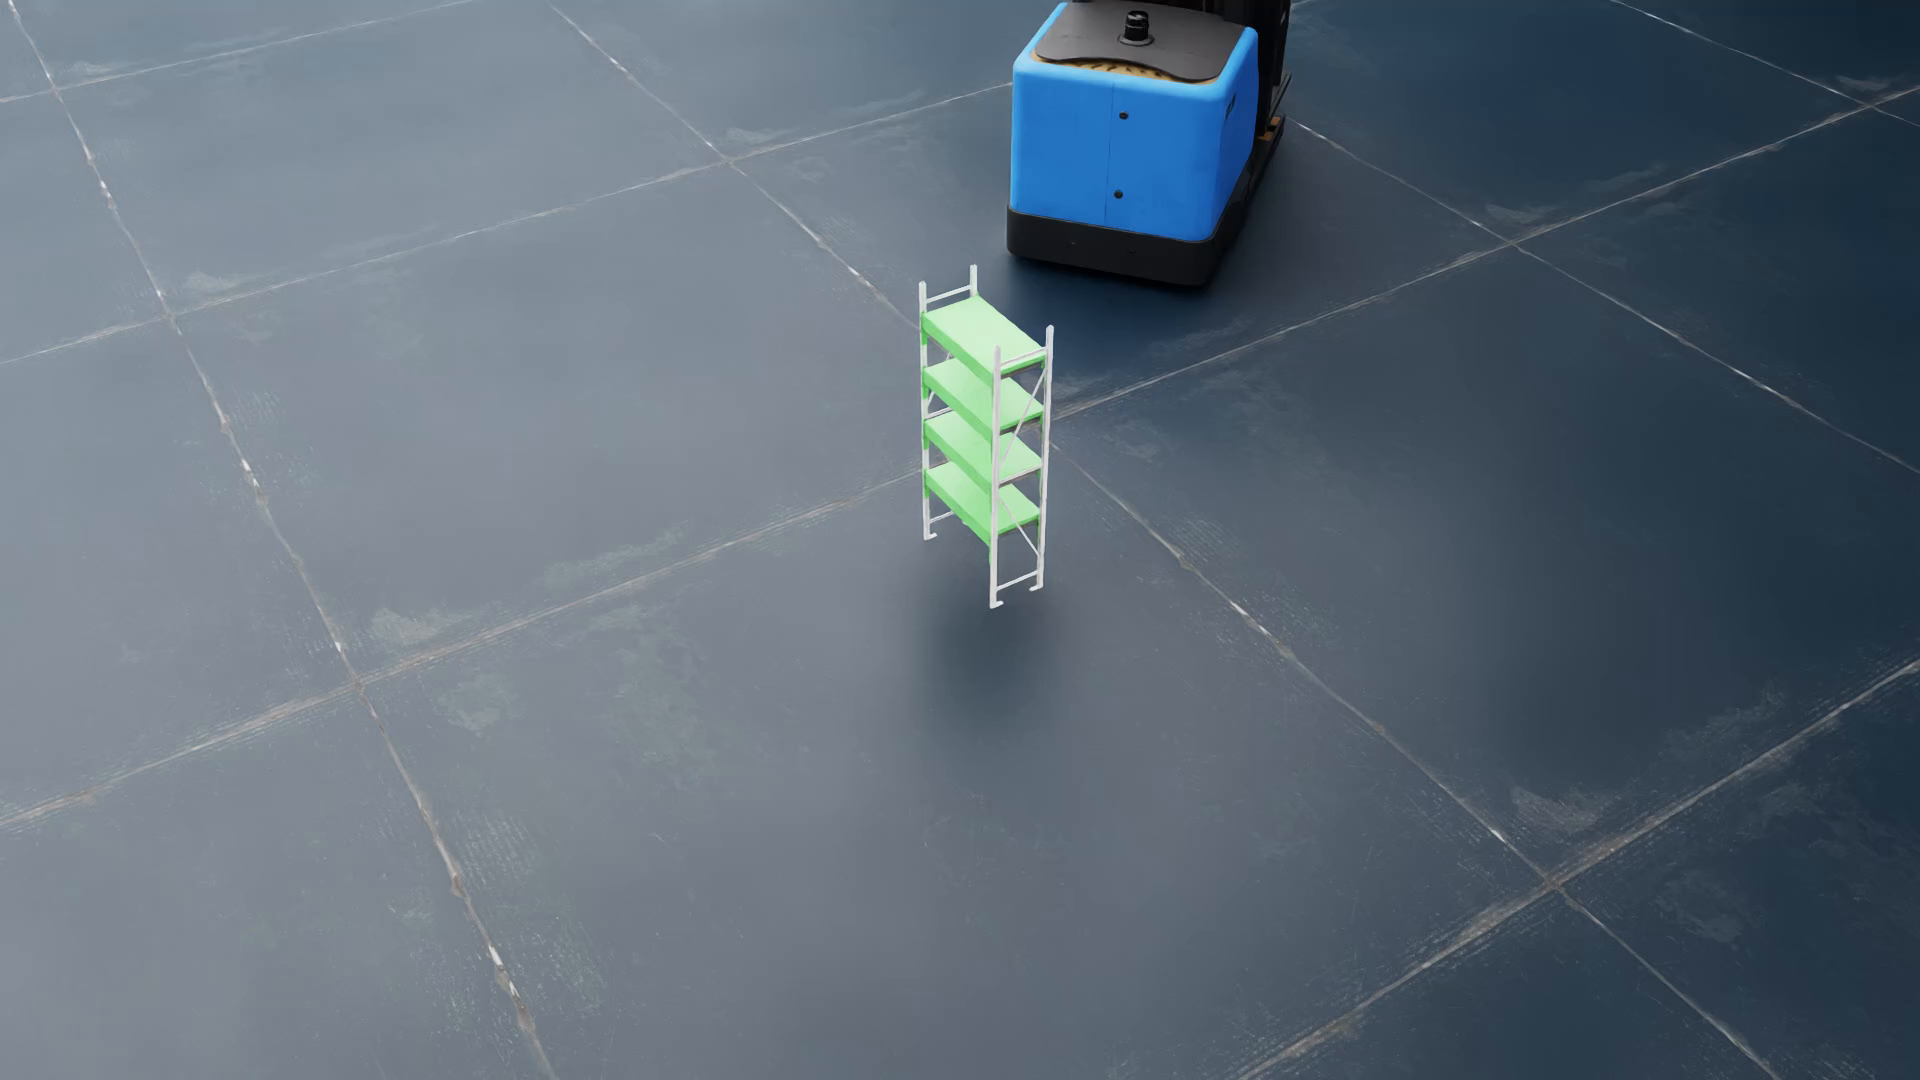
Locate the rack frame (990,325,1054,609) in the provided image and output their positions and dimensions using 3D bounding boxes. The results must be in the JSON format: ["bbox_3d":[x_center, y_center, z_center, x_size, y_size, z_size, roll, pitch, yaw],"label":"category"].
[{"bbox_3d":[0.220,-0.240,6.101,0.240,1.200,0.015,-22,45,-24],"label":"rack frame"}]

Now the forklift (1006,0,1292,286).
[{"bbox_3d":[1.202,-3.319,8.444,1.130,2.935,3.031,13,41,15],"label":"forklift"}]

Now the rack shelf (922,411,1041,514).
[{"bbox_3d":[0.089,-0.323,6.300,0.258,0.148,0.480,-22,45,-24],"label":"rack shelf"}]

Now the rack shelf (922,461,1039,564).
[{"bbox_3d":[0.089,-0.138,6.453,0.258,0.148,0.480,-22,45,-24],"label":"rack shelf"}]

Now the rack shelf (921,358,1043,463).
[{"bbox_3d":[0.089,-0.507,6.146,0.258,0.148,0.480,-22,45,-24],"label":"rack shelf"}]

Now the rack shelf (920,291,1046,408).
[{"bbox_3d":[0.089,-0.691,5.992,0.258,0.148,0.480,-22,45,-24],"label":"rack shelf"}]

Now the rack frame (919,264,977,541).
[{"bbox_3d":[-0.042,-0.503,6.417,0.240,1.200,0.015,-22,45,-24],"label":"rack frame"}]

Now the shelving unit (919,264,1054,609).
[{"bbox_3d":[0.089,-0.372,6.259,0.258,1.200,0.503,-22,45,-24],"label":"shelving unit"}]
